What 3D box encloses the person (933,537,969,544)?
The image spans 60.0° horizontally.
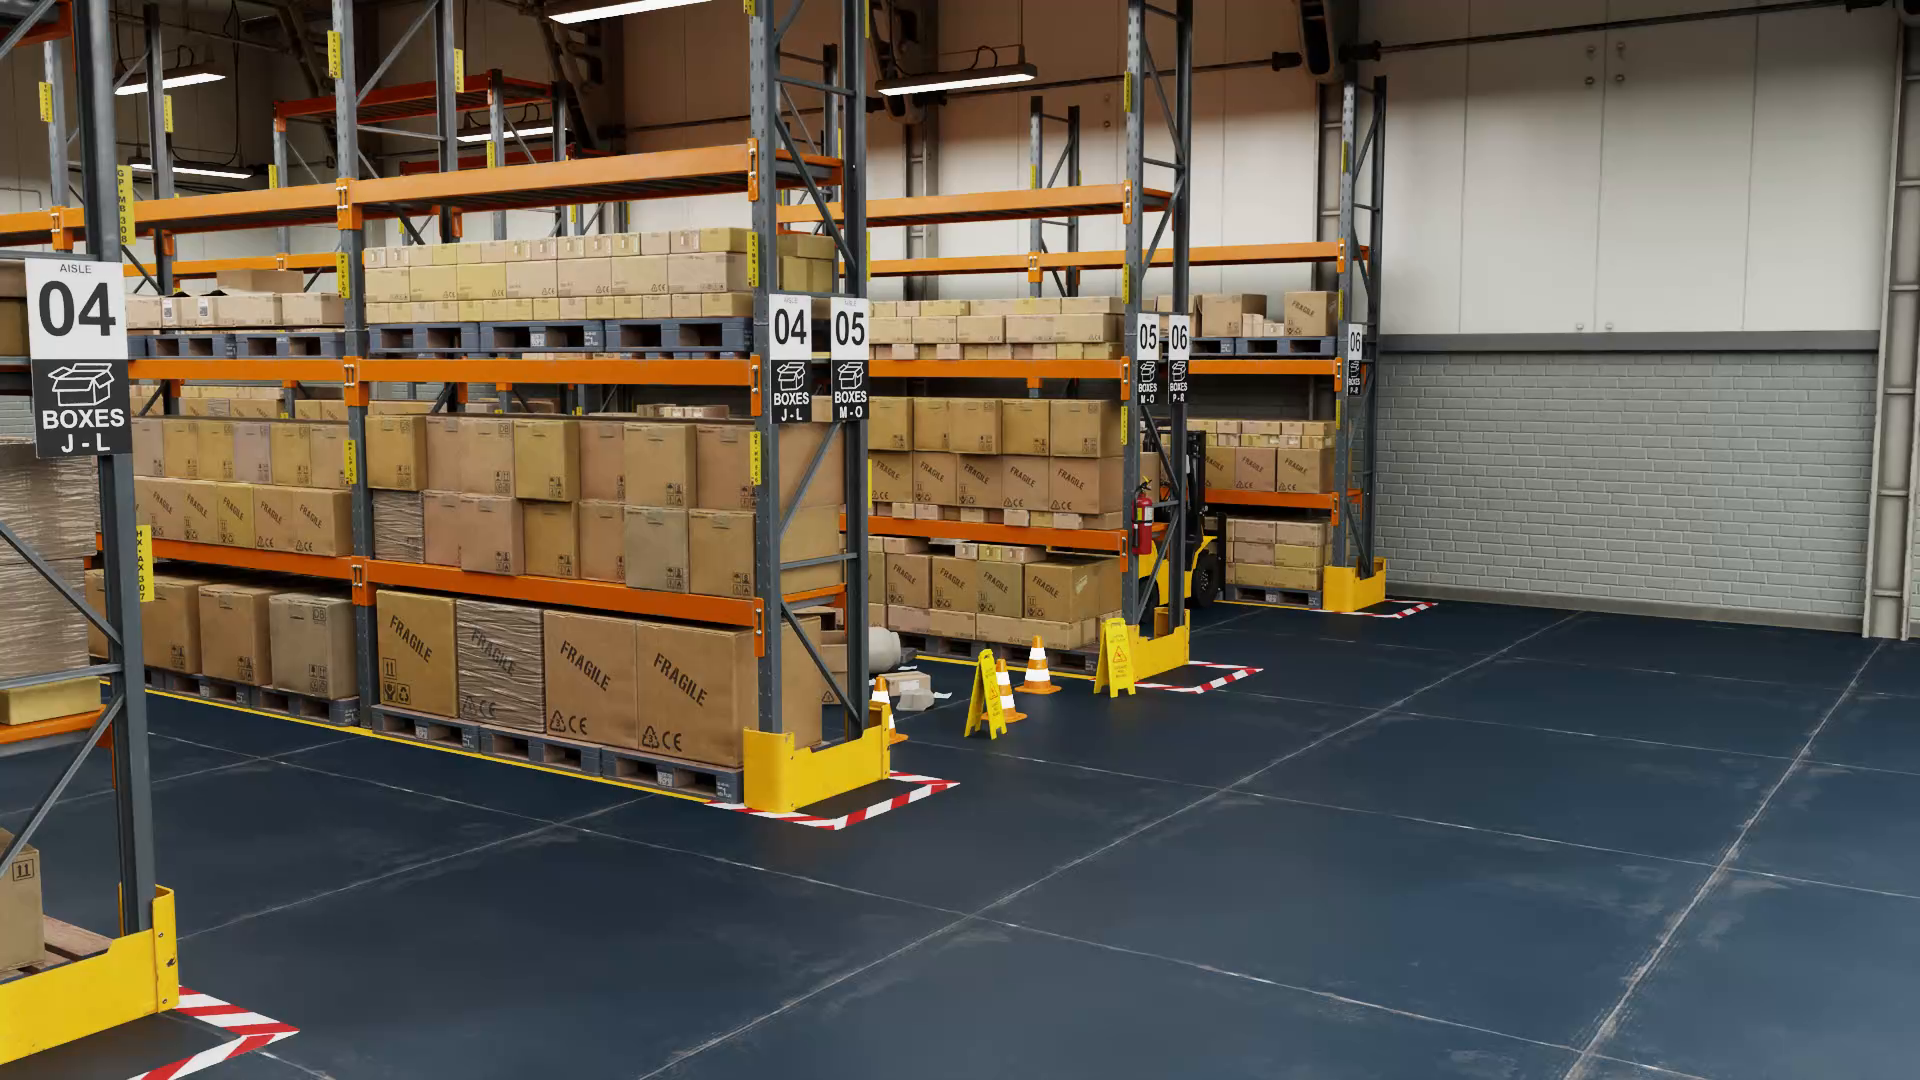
[{"bbox_3d":[-0.025,-0.086,18.475,0.678,1.776,0.581,4,7,34],"label":"person"}]
